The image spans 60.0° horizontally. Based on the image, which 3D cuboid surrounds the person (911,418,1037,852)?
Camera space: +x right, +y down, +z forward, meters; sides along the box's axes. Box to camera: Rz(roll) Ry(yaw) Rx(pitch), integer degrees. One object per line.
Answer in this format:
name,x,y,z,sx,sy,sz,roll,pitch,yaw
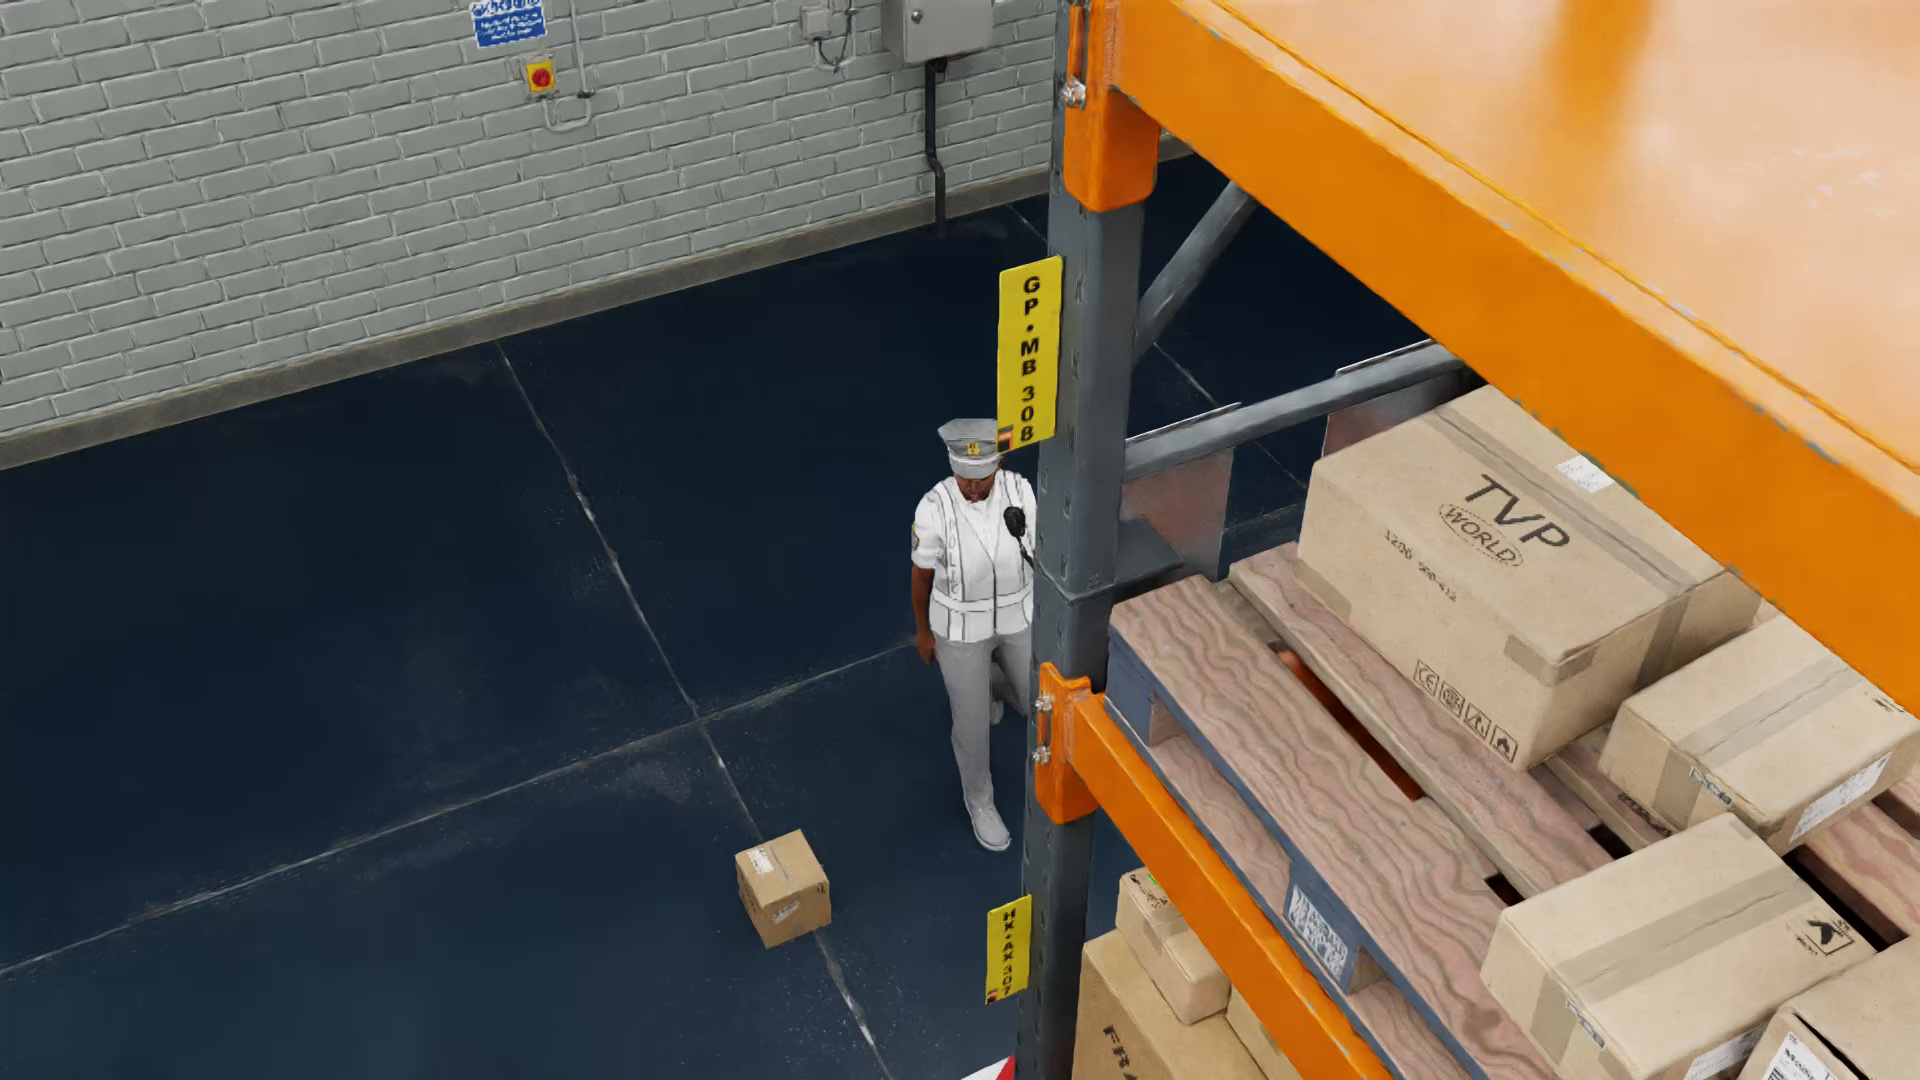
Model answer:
person,0.092,0.310,5.807,0.478,1.664,0.665,-12,43,-14
